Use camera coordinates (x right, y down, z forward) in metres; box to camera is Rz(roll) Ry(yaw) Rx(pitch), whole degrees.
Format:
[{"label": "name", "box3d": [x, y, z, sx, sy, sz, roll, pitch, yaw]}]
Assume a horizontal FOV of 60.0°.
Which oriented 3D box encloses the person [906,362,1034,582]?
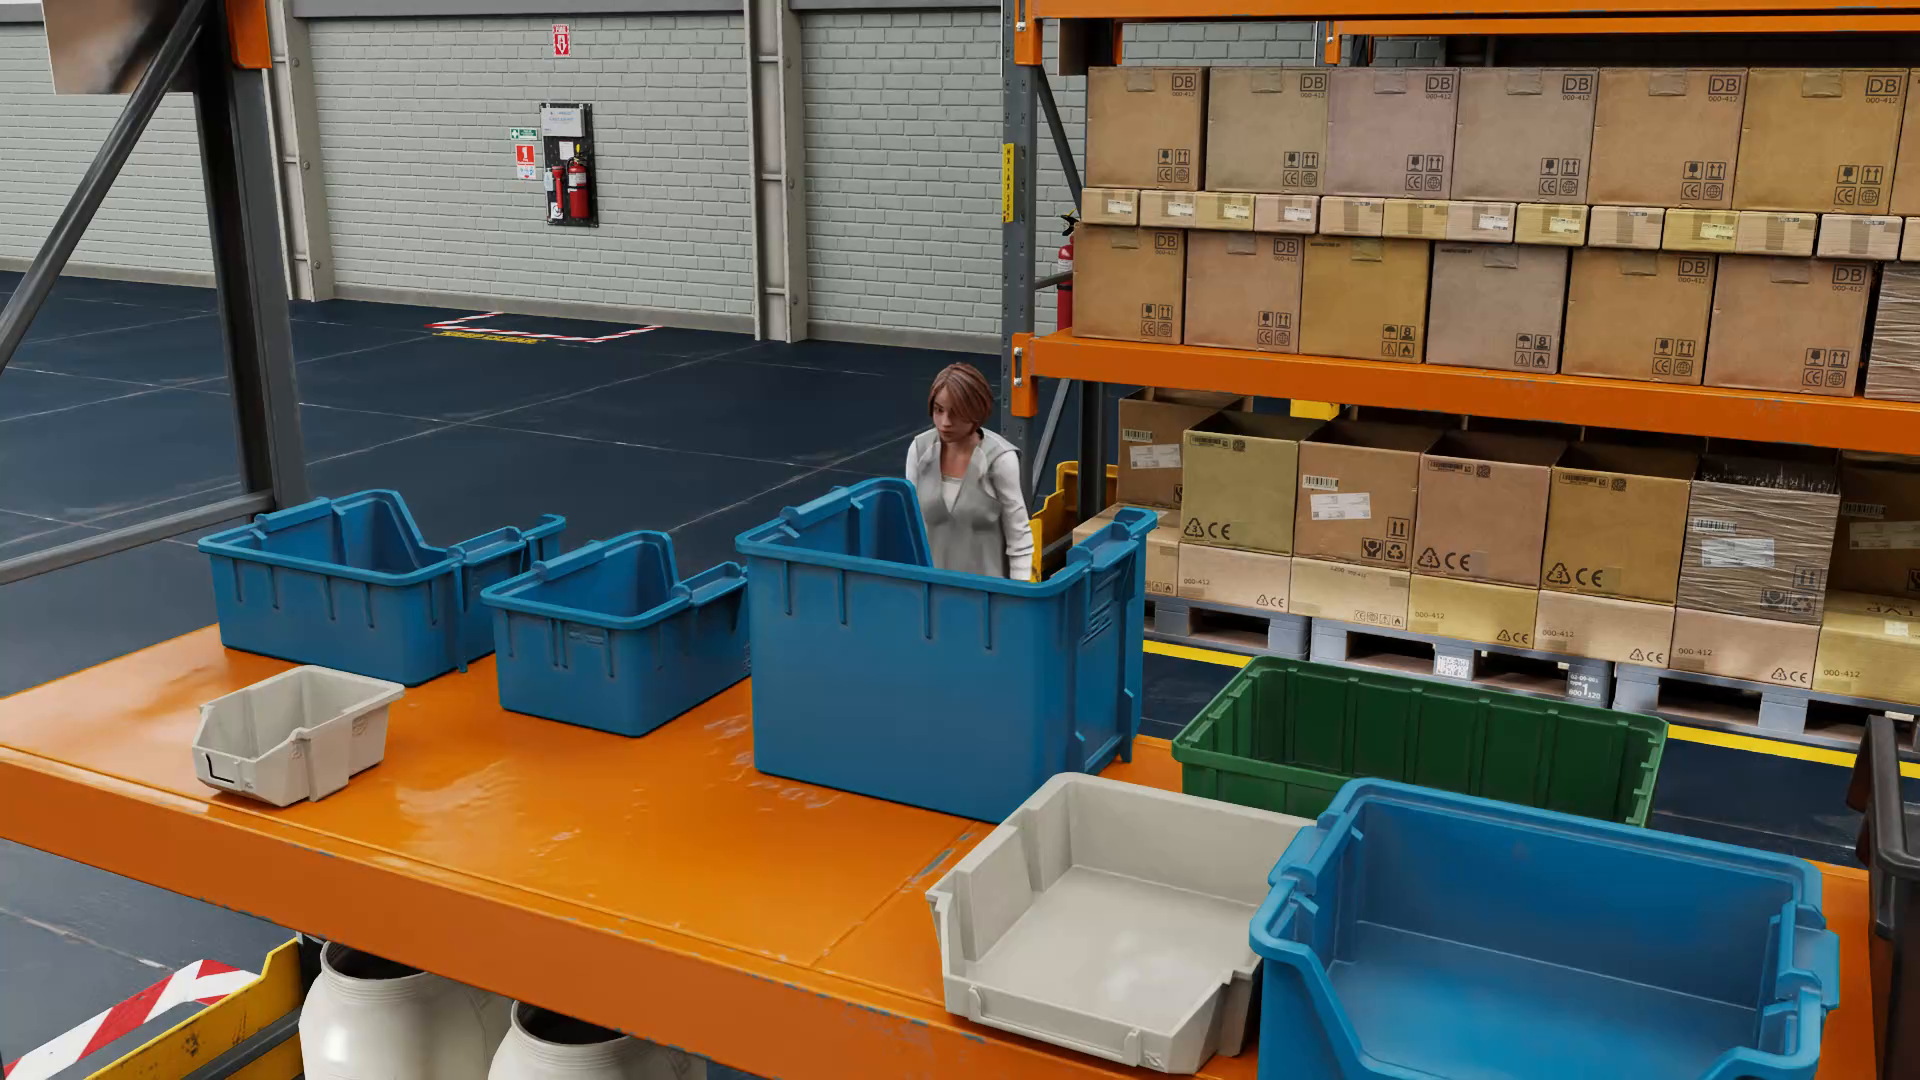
[{"label": "person", "box3d": [-0.001, 0.222, 5.300, 0.483, 1.582, 0.340, 7, 17, 23]}]
